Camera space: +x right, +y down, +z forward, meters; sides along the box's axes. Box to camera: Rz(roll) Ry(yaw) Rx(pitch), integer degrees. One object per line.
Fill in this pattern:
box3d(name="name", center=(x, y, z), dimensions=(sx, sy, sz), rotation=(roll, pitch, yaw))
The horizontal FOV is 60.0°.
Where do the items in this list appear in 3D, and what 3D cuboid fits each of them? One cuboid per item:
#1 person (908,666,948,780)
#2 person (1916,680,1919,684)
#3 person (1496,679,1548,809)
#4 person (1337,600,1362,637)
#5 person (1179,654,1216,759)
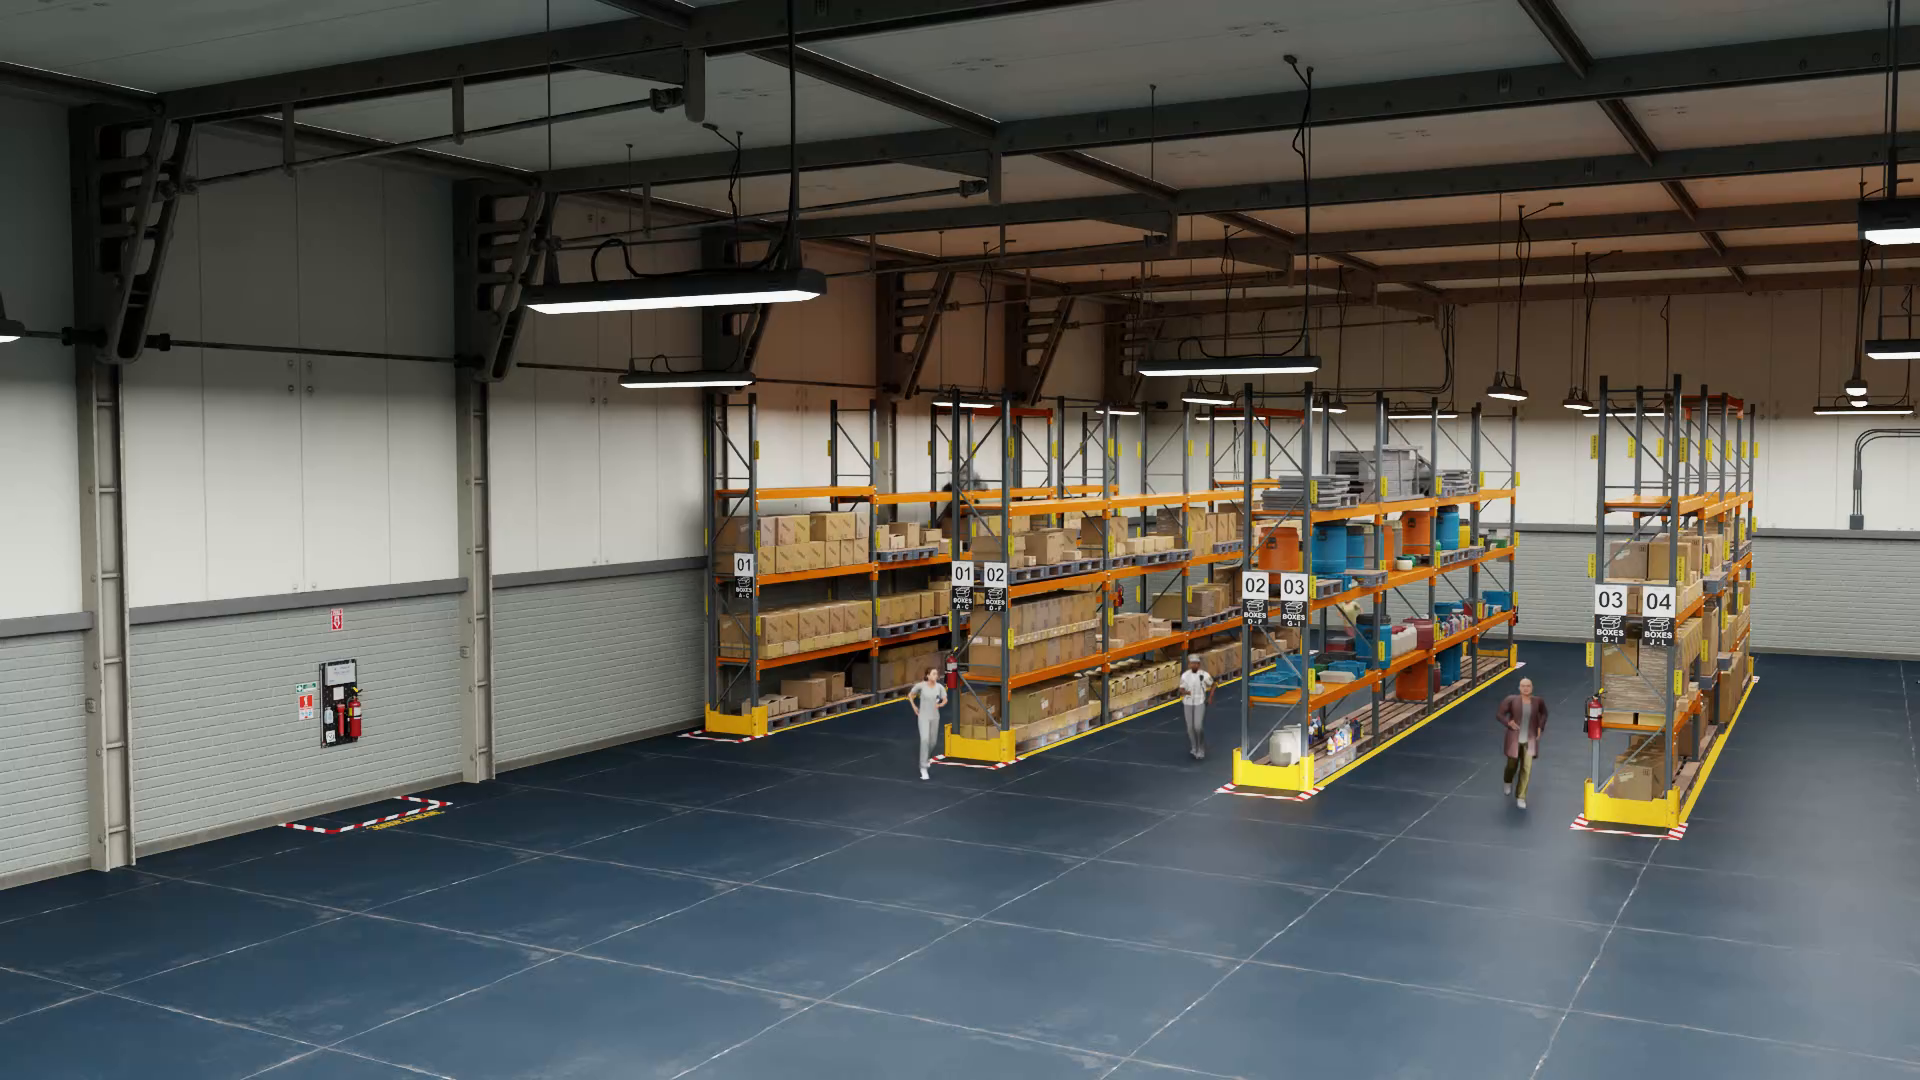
box3d(name="person", center=(-0.460, 2.779, 25.683), dimensions=(0.572, 1.676, 0.951), rotation=(-1, 3, -22))
box3d(name="person", center=(20.674, 2.273, 35.230), dimensions=(0.583, 1.637, 0.712), rotation=(1, 3, 15))
box3d(name="person", center=(7.968, 2.845, 23.574), dimensions=(0.718, 1.787, 0.952), rotation=(1, 3, 13))
box3d(name="person", center=(9.322, 2.046, 39.673), dimensions=(0.652, 1.639, 0.647), rotation=(1, 3, 18))
box3d(name="person", center=(3.827, 2.699, 27.007), dimensions=(0.544, 1.706, 0.688), rotation=(1, 3, 21))
